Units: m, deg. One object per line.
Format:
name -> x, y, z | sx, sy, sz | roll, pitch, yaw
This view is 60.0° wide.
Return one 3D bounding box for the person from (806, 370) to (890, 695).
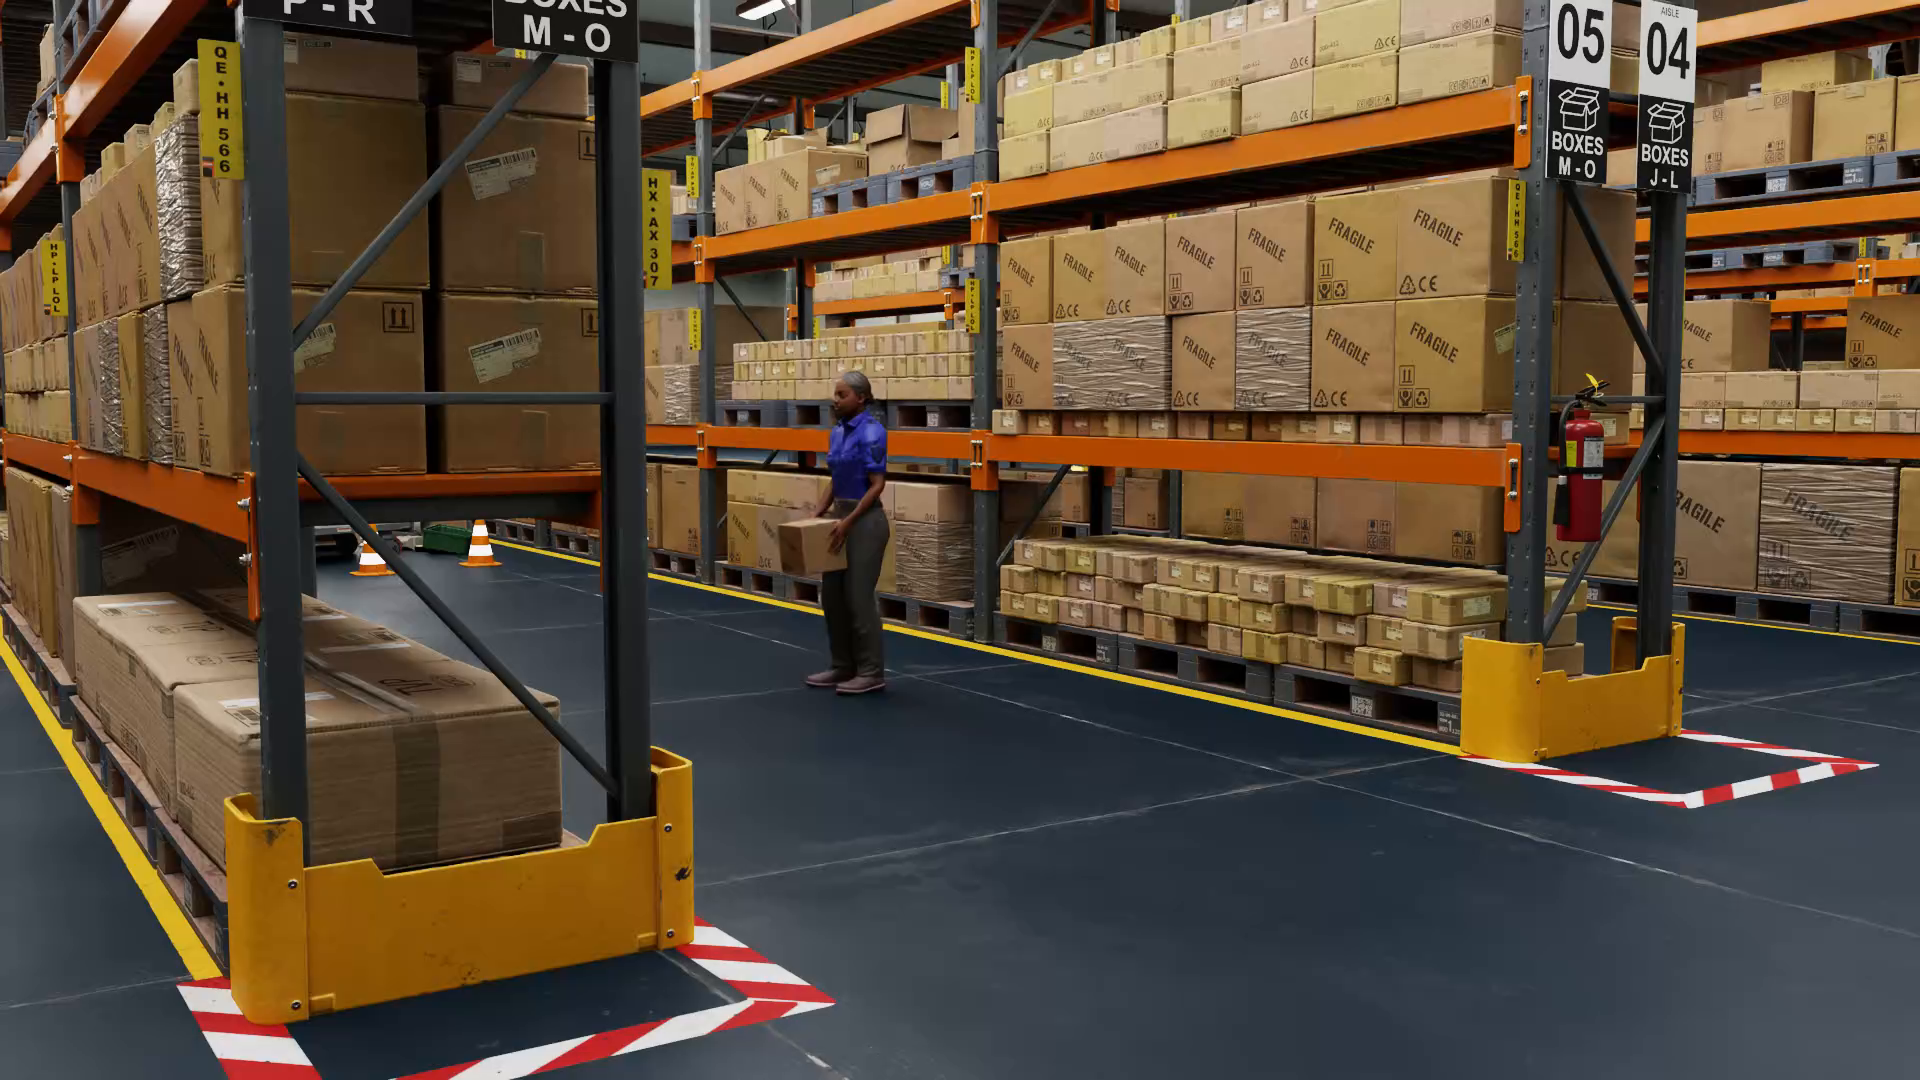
person -> -0.581, -0.048, 8.633 | 0.391, 1.662, 0.481 | -3, 6, -35
